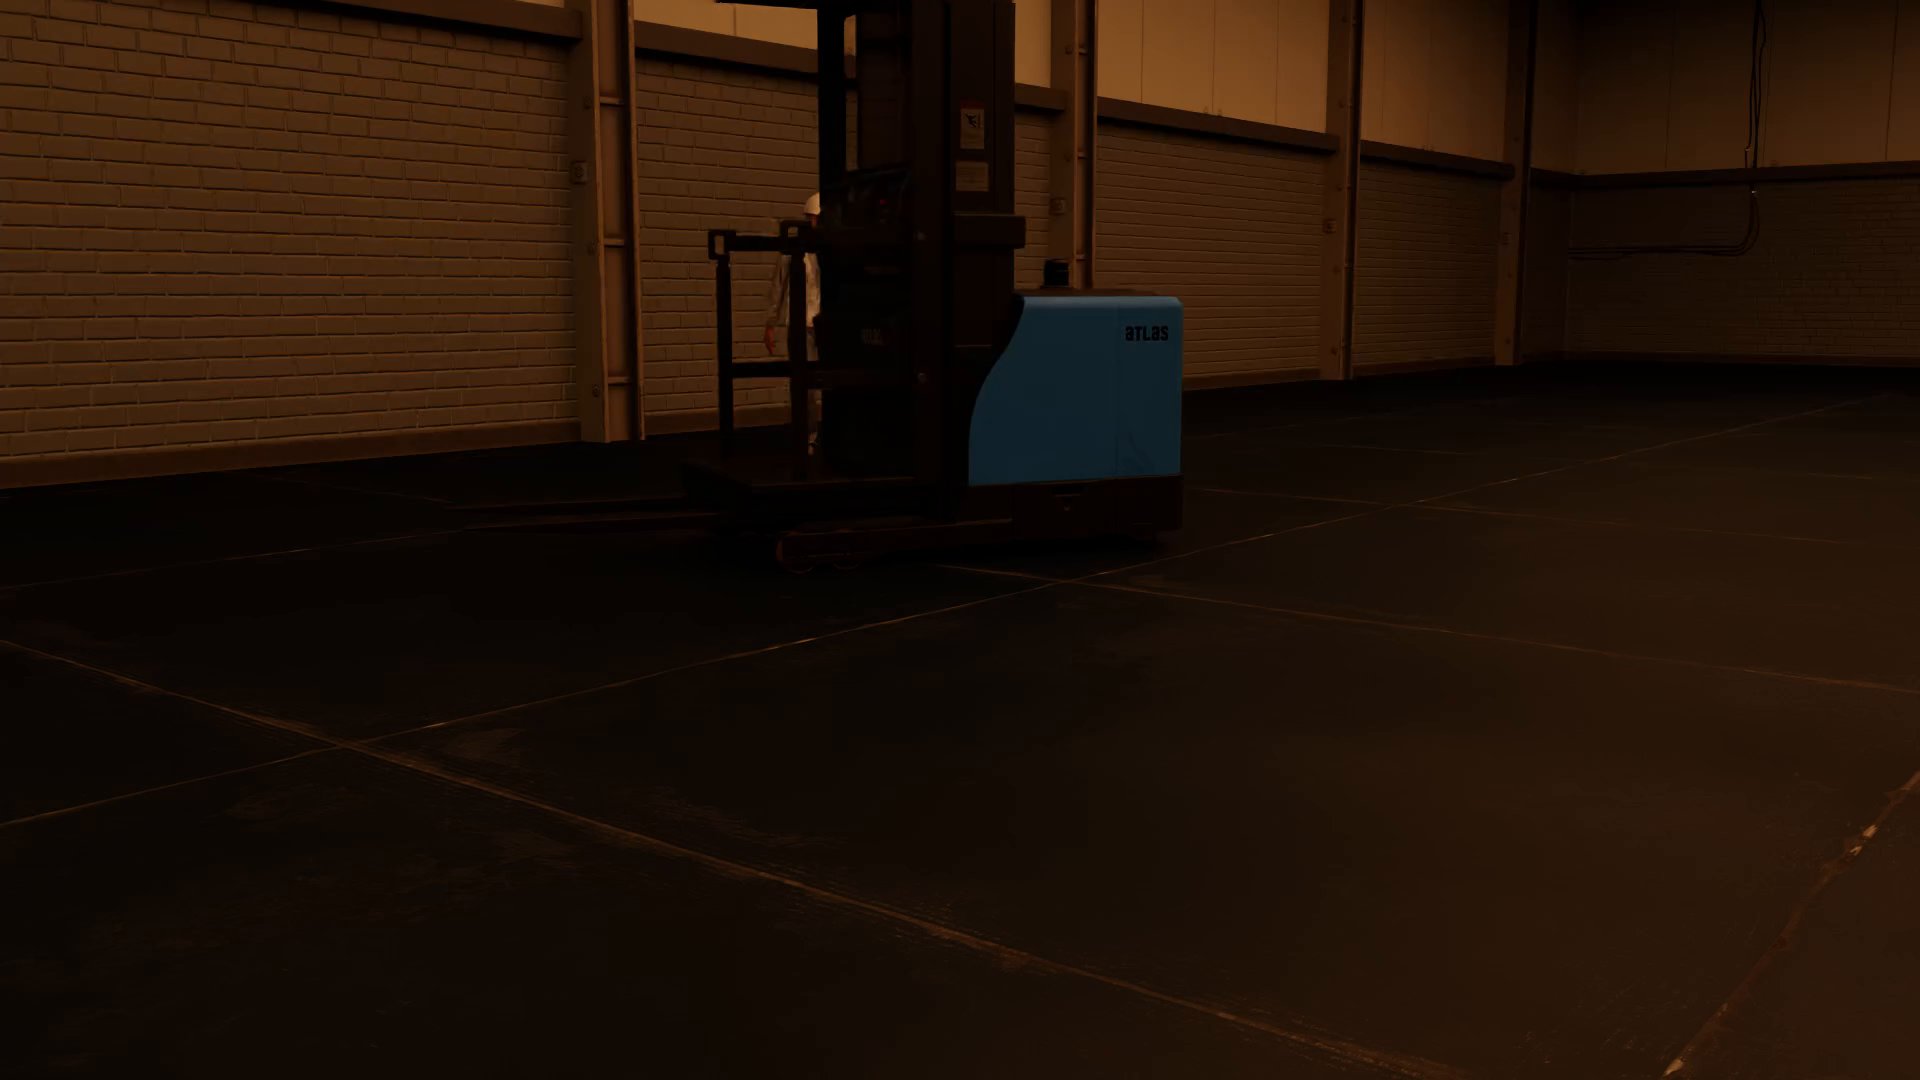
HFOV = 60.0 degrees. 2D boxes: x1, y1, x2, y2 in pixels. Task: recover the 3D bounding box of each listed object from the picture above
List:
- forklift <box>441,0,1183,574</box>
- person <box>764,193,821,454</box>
[{"bbox_3d":[-0.589,-1.405,6.883,3.031,2.935,1.130,-4,9,-24],"label":"forklift"},{"bbox_3d":[-0.904,-1.414,11.038,0.796,1.746,0.431,-1,8,-8],"label":"person"}]
